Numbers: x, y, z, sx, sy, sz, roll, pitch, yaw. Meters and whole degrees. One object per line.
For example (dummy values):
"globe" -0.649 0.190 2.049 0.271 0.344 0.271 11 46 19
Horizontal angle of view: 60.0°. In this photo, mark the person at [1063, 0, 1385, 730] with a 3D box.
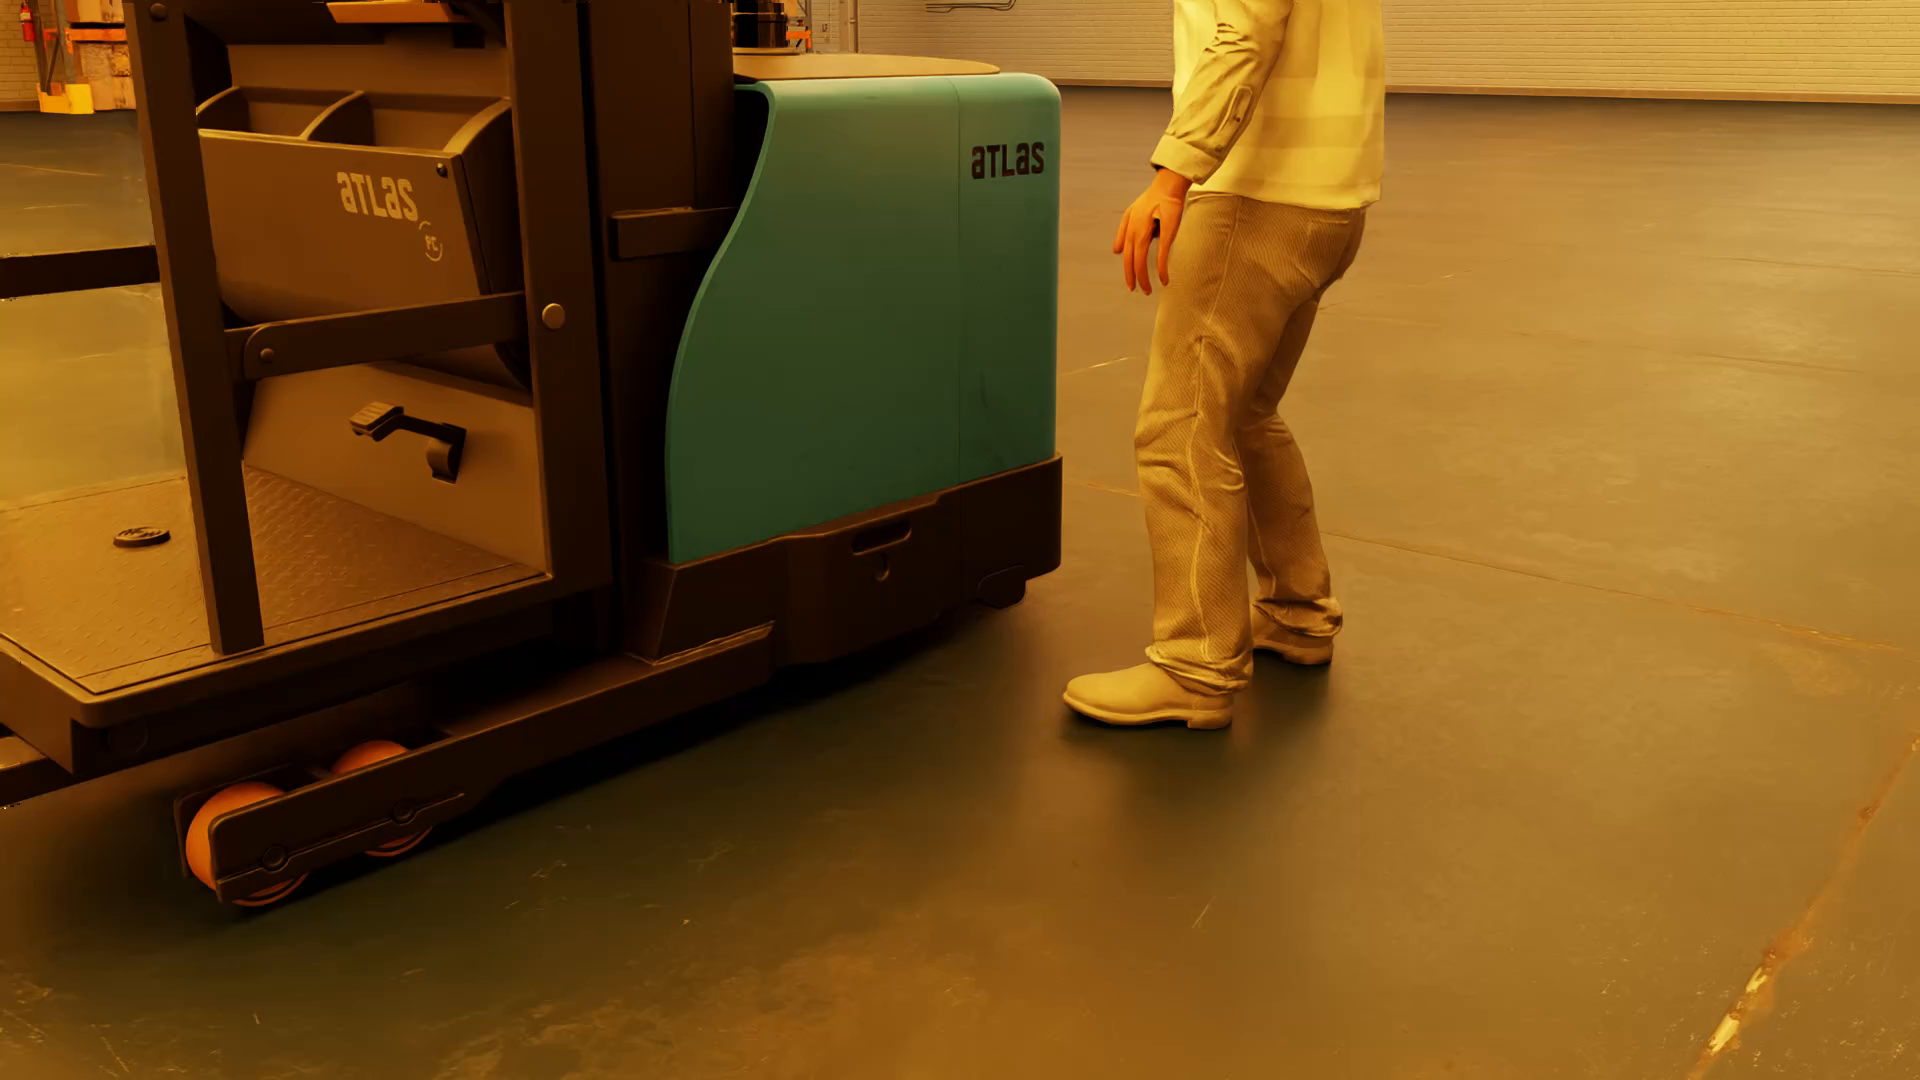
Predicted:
"person" 0.510 -0.599 2.907 0.420 1.749 0.751 7 18 23

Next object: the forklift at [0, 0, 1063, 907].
"forklift" -1.151 -1.066 2.408 1.130 2.935 3.031 15 22 40
